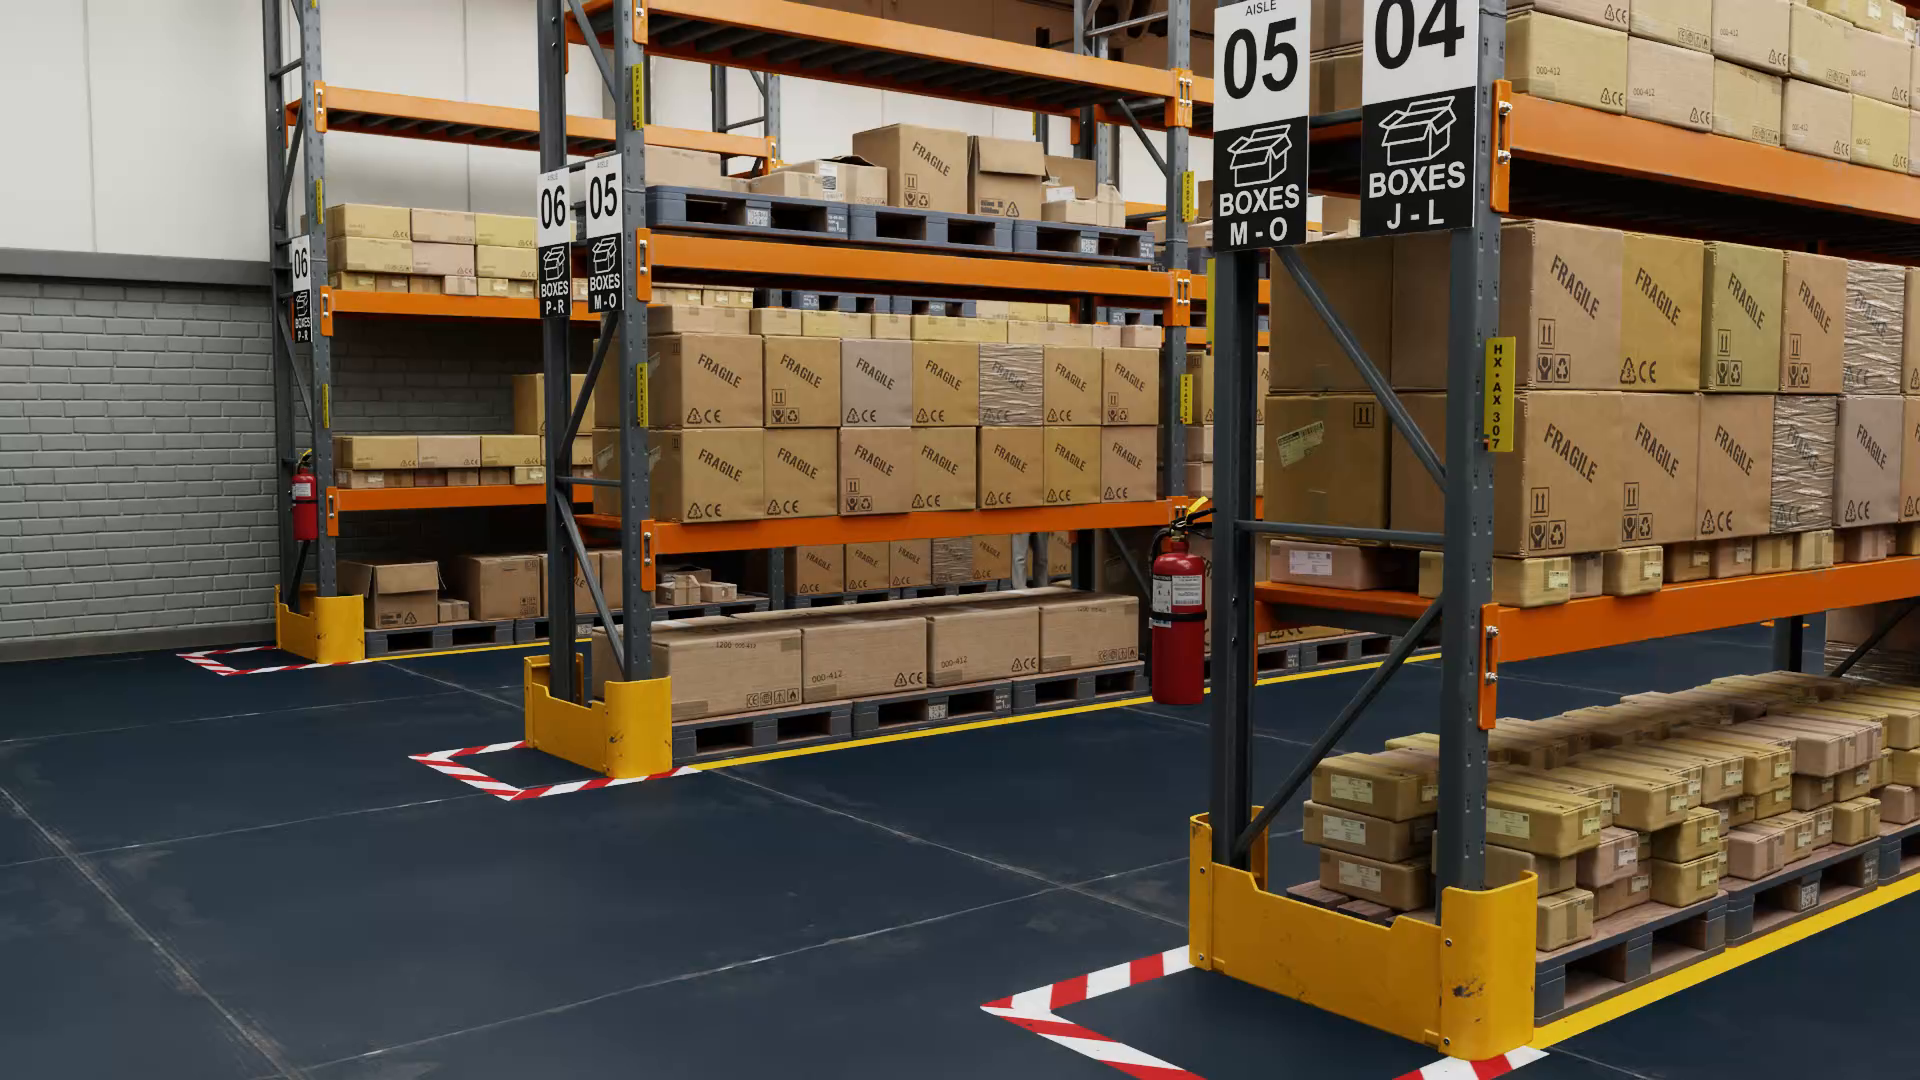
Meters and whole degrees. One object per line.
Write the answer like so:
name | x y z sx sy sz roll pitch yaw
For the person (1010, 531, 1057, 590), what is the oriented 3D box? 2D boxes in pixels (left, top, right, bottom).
person | 0.690 -0.159 15.509 0.484 1.674 0.485 -1 4 -7
